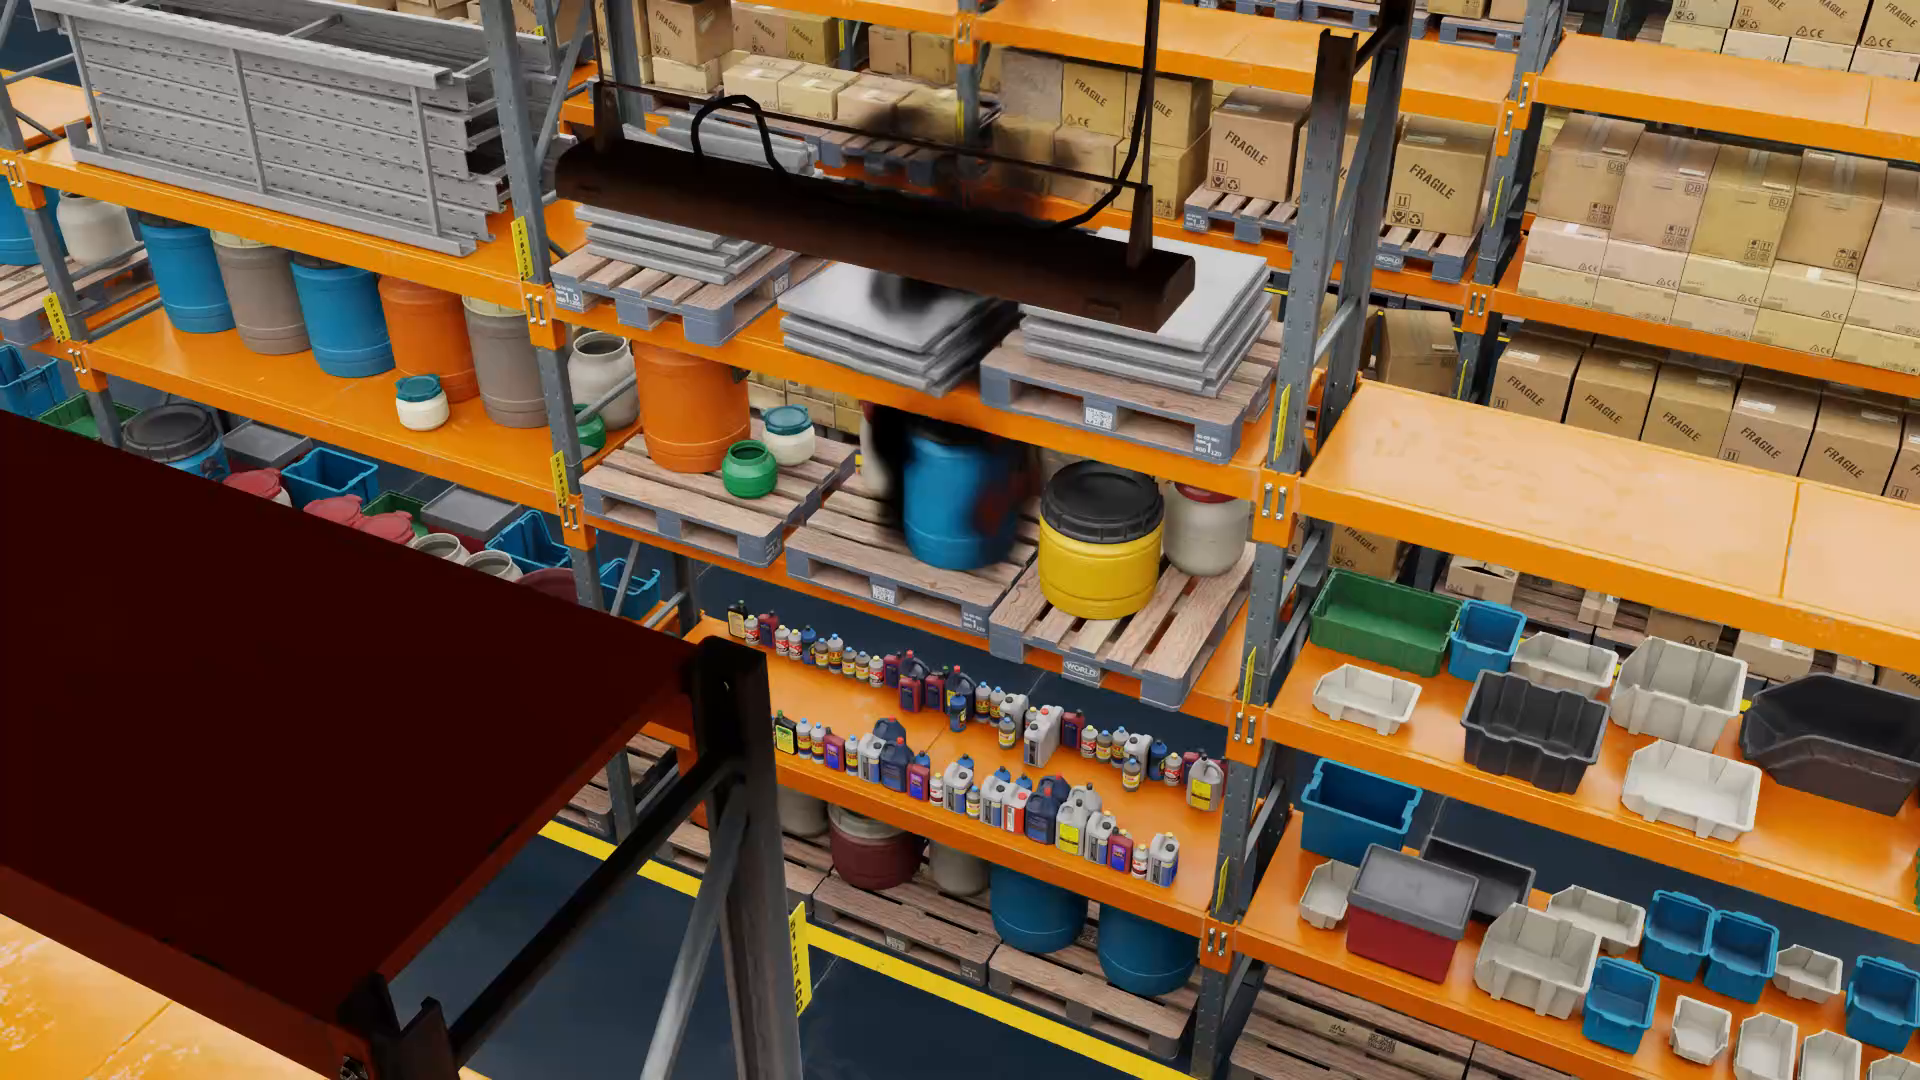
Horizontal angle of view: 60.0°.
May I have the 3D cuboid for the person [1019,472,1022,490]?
[{"bbox_3d":[0.275,-0.043,12.020,0.560,1.624,0.572,10,36,13],"label":"person"}]
